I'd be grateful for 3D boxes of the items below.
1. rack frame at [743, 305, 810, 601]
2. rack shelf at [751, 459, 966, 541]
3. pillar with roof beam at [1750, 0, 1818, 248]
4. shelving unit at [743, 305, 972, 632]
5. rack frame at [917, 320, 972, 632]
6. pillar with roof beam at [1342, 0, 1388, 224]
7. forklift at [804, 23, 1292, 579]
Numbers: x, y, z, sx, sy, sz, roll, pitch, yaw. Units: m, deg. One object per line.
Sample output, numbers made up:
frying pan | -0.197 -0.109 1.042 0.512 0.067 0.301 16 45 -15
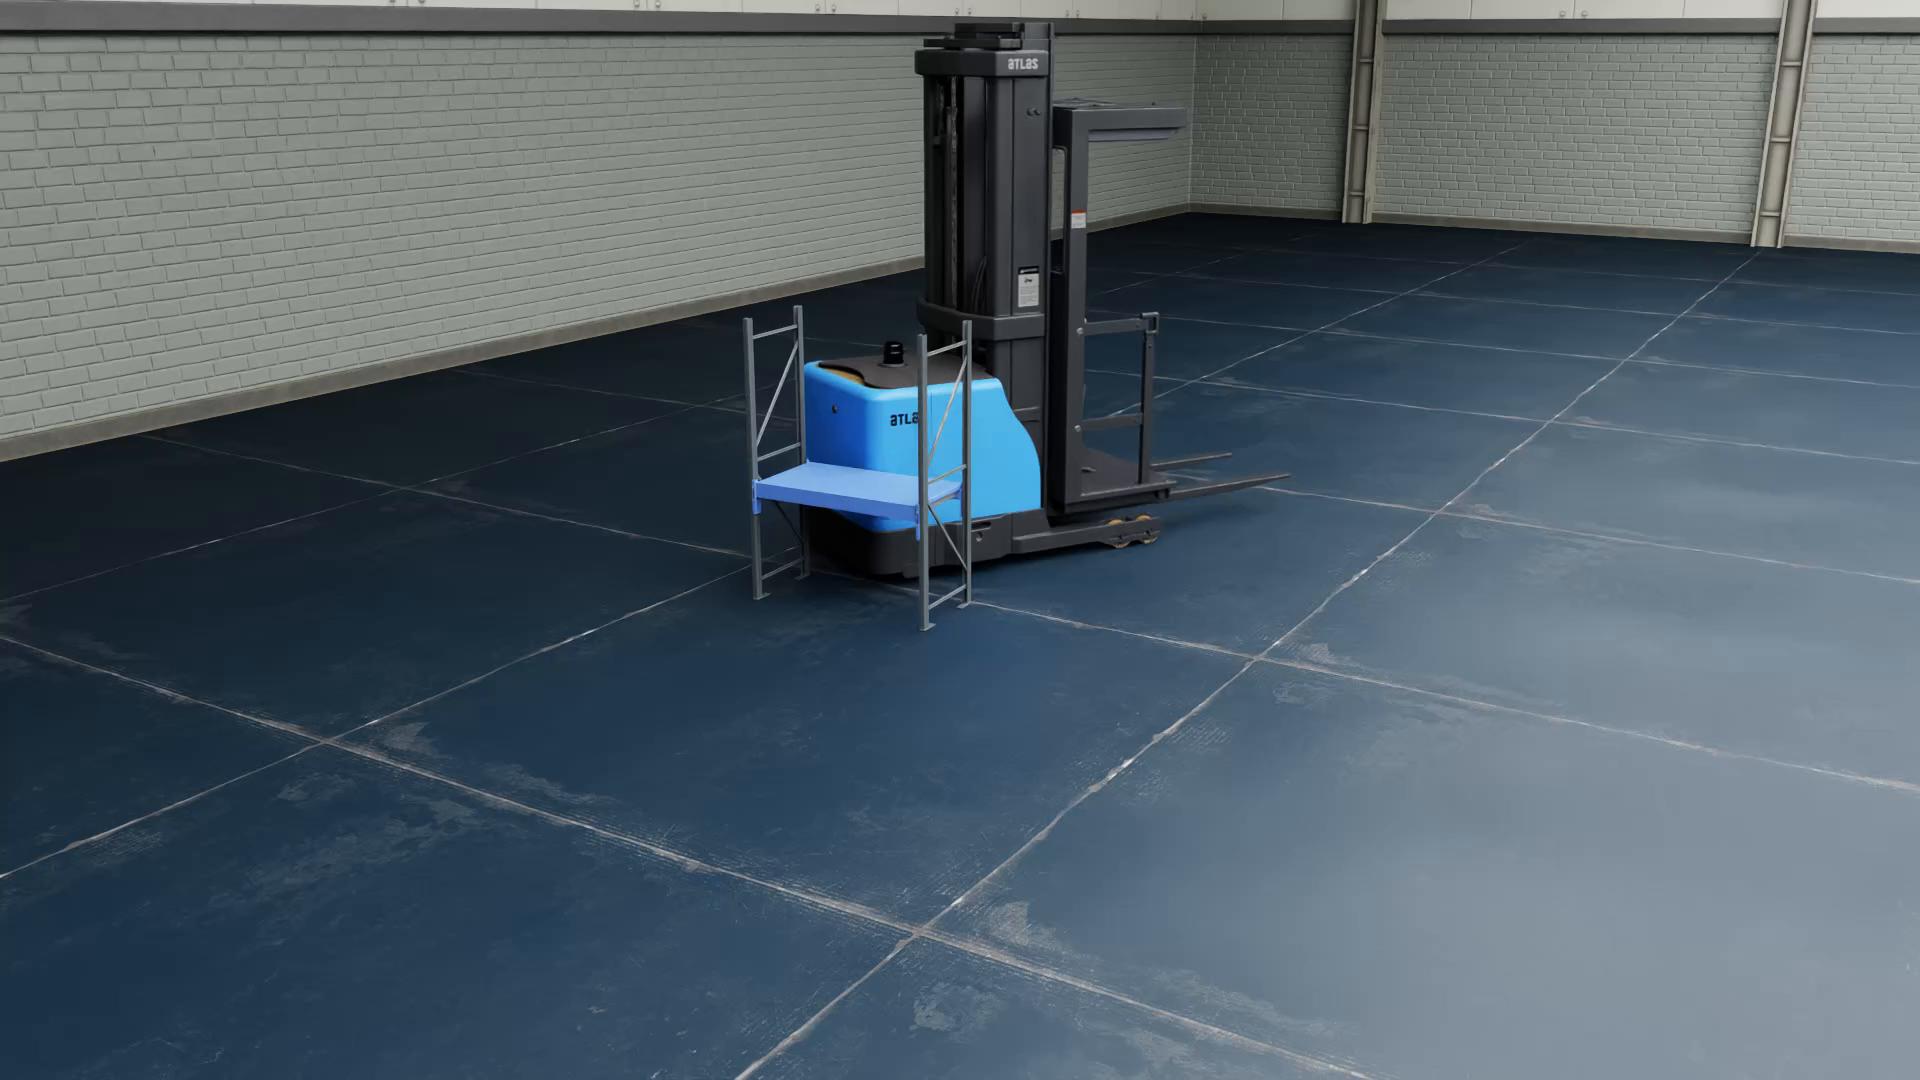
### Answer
rack frame | -0.967 -0.462 8.822 0.032 1.500 0.500 9 19 27
rack shelf | -0.520 -0.220 8.643 1.000 0.185 0.538 9 19 27
pillar with roof beam | 9.218 -7.420 18.826 0.400 9.000 9.100 10 20 30
shelving unit | -0.520 -0.392 8.591 1.048 1.500 0.538 9 19 27
rack frame | -0.073 -0.322 8.360 0.032 1.500 0.500 9 19 27
pillar with roof beam | 4.106 -8.333 21.830 0.400 9.000 9.100 10 20 30
forklift | 0.609 -1.479 9.706 3.031 2.935 1.130 -9 19 -27
